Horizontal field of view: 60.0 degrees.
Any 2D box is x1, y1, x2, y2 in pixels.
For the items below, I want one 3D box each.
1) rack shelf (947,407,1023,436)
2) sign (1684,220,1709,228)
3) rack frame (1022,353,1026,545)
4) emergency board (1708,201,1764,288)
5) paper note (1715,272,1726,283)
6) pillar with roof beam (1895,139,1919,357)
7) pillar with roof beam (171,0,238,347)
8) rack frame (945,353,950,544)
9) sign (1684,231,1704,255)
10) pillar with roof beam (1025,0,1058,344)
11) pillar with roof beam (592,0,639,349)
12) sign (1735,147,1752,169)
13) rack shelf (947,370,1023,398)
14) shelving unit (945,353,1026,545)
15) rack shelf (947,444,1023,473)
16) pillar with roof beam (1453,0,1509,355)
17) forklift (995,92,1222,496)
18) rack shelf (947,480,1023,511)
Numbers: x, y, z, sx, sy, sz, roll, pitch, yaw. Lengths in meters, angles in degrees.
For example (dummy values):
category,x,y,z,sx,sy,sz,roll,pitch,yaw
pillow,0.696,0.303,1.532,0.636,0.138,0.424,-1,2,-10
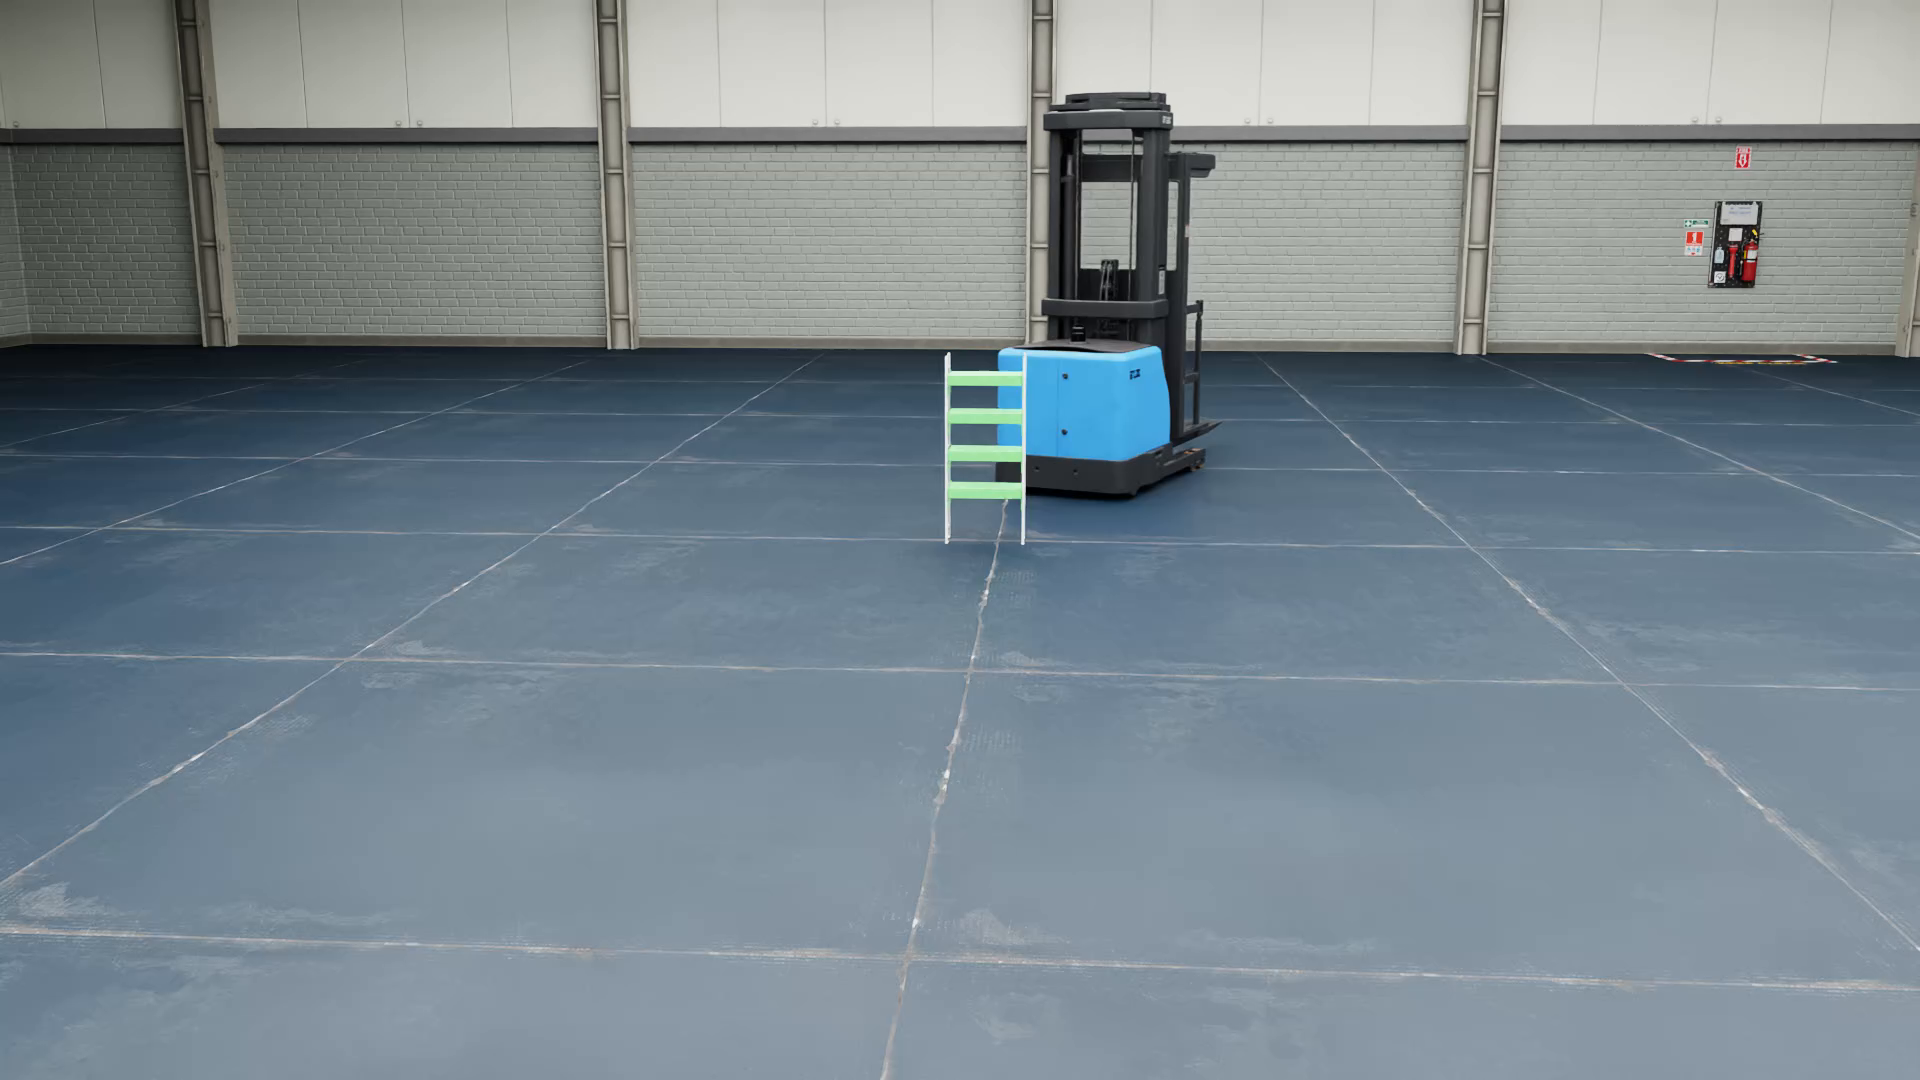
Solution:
category,x,y,z,sx,sy,sz,roll,pitch,yaw
rack shelf,0.165,-0.757,10.598,0.480,0.148,0.258,1,12,4
sign,10.097,-4.337,22.796,0.331,0.109,0.001,1,12,4
rack frame,0.409,-0.582,10.618,0.015,1.200,0.240,1,12,4
emergency board,10.638,-4.034,22.726,0.643,1.169,0.194,1,12,4
paper note,10.466,-3.619,22.895,0.142,0.148,0.016,1,12,4
pillar with roof beam,12.813,-6.049,17.708,0.400,9.000,9.100,1,12,4
pillar with roof beam,-11.133,-6.378,19.278,0.400,9.000,9.100,1,12,4
rack frame,-0.078,-0.588,10.650,0.015,1.200,0.240,1,12,4
sign,10.093,-4.080,22.859,0.234,0.329,0.001,1,12,4
pillar with roof beam,0.840,-6.213,18.493,0.400,9.000,9.100,1,12,4
pillar with roof beam,-5.147,-6.295,18.886,0.400,9.000,9.100,1,12,4
sign,10.636,-5.189,22.586,0.199,0.298,0.001,1,12,4
rack shelf,0.165,-0.992,10.549,0.480,0.148,0.258,1,12,4
shelving unit,0.165,-0.585,10.634,0.503,1.200,0.258,1,12,4
rack shelf,0.165,-0.522,10.647,0.480,0.148,0.258,1,12,4
pillar with roof beam,6.827,-6.131,18.101,0.400,9.000,9.100,1,12,4
forklift,1.356,-2.016,13.248,1.130,2.935,3.031,6,13,25
rack shelf,0.165,-0.288,10.697,0.480,0.148,0.258,1,12,4
